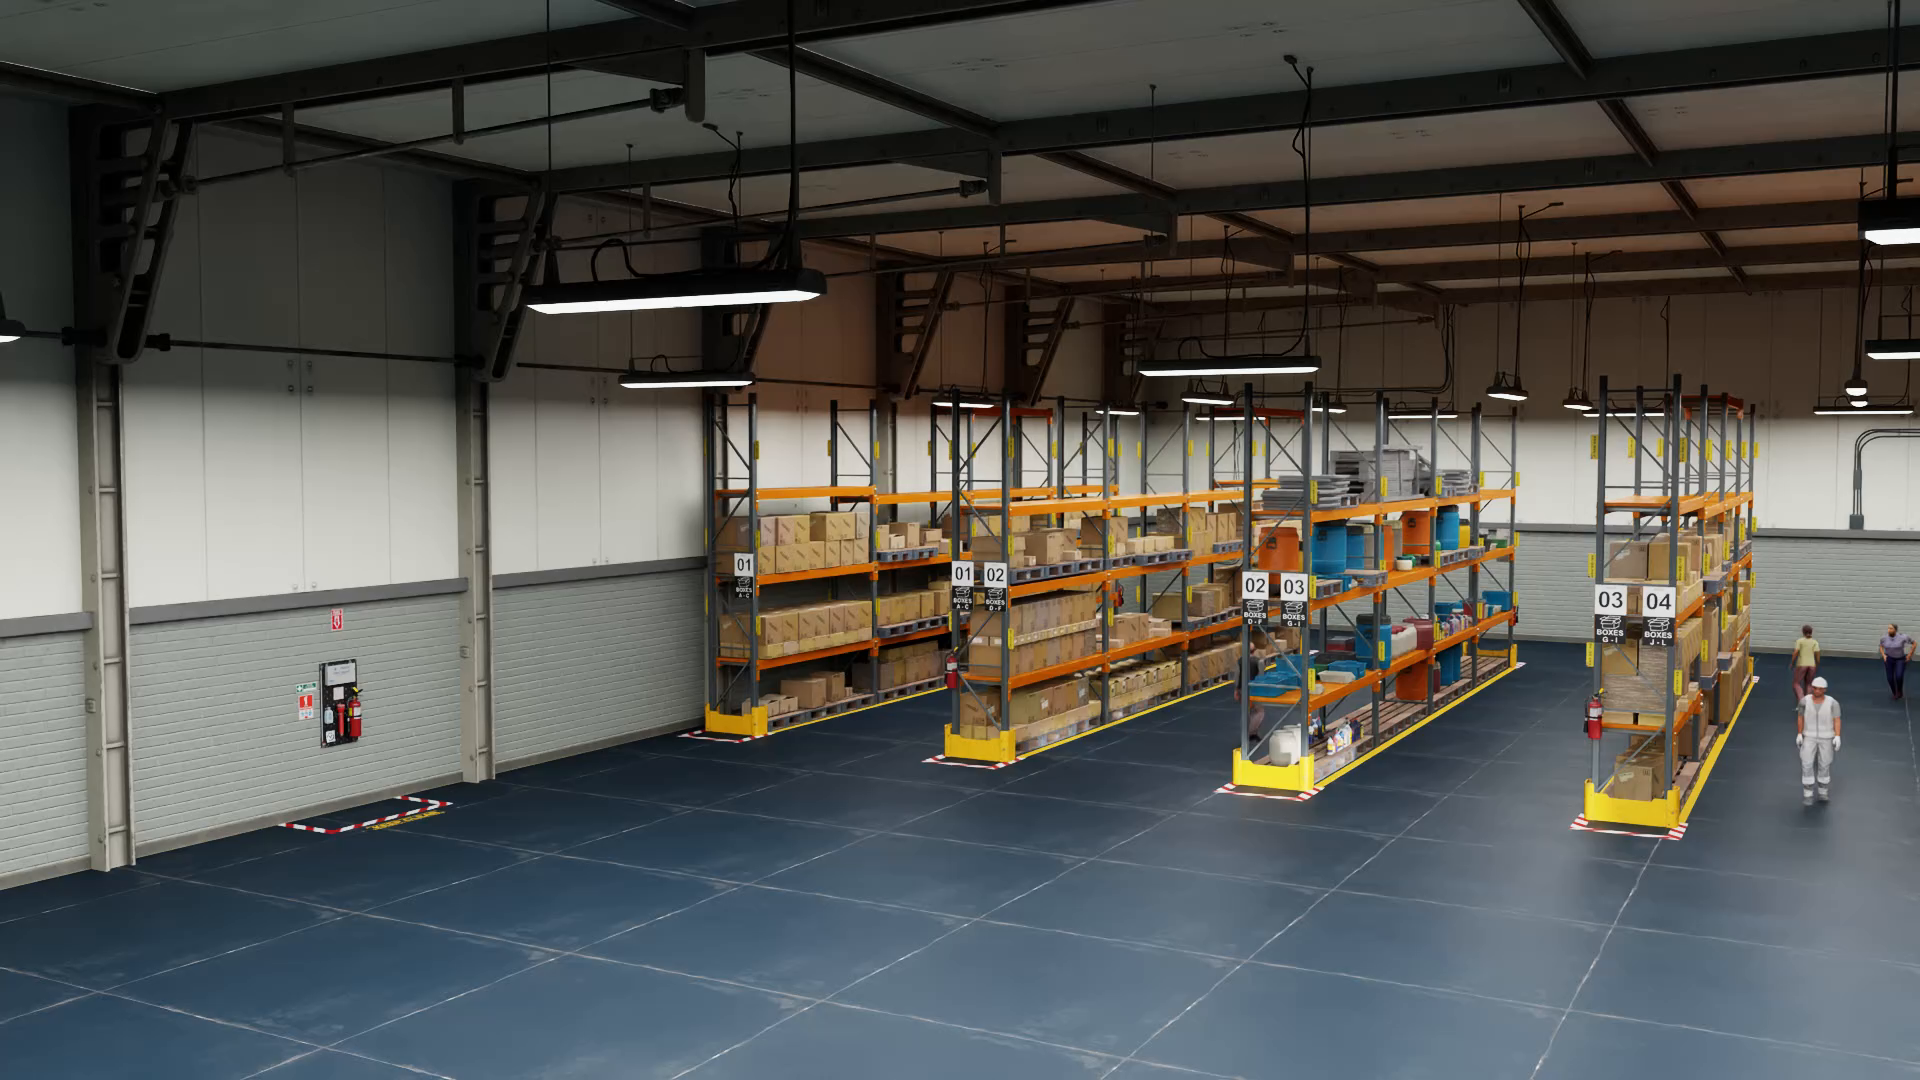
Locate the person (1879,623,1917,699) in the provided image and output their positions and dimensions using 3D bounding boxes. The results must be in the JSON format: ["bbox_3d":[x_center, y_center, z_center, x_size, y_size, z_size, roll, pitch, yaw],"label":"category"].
[{"bbox_3d":[18.762,2.434,33.269,0.664,1.543,0.729,2,4,38],"label":"person"}]

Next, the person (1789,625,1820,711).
[{"bbox_3d":[16.229,2.465,31.863,0.518,1.646,0.578,0,3,4],"label":"person"}]

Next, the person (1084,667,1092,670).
[{"bbox_3d":[2.497,1.995,35.572,0.599,1.633,1.009,2,4,38],"label":"person"}]

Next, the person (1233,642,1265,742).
[{"bbox_3d":[4.959,2.610,28.464,0.555,1.720,0.524,2,4,29],"label":"person"}]

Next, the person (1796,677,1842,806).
[{"bbox_3d":[12.166,2.849,23.561,0.583,1.830,0.566,2,4,32],"label":"person"}]
